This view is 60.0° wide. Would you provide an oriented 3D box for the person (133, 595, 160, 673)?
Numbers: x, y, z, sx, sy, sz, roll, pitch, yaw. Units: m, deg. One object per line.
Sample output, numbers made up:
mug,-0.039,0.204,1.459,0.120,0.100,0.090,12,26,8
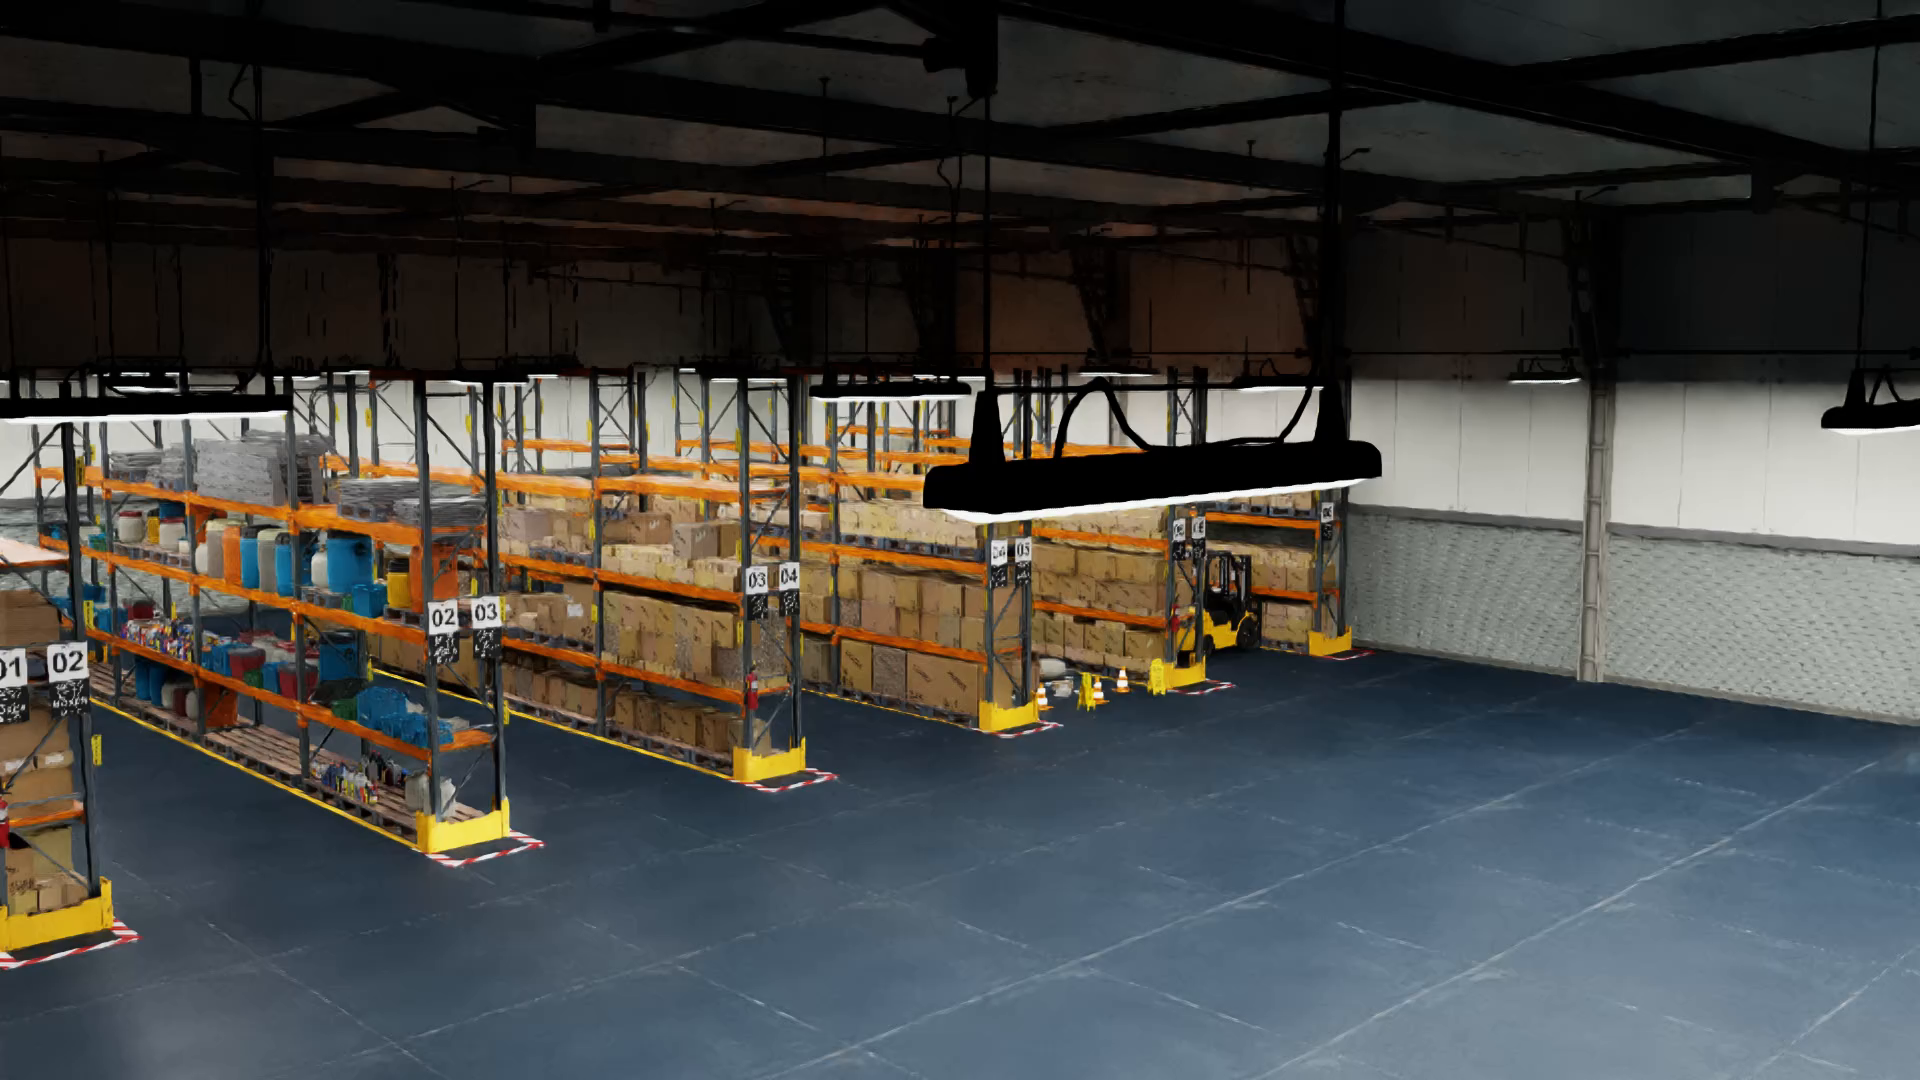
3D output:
person,-15.823,1.856,32.446,1.057,1.598,0.511,5,8,36
